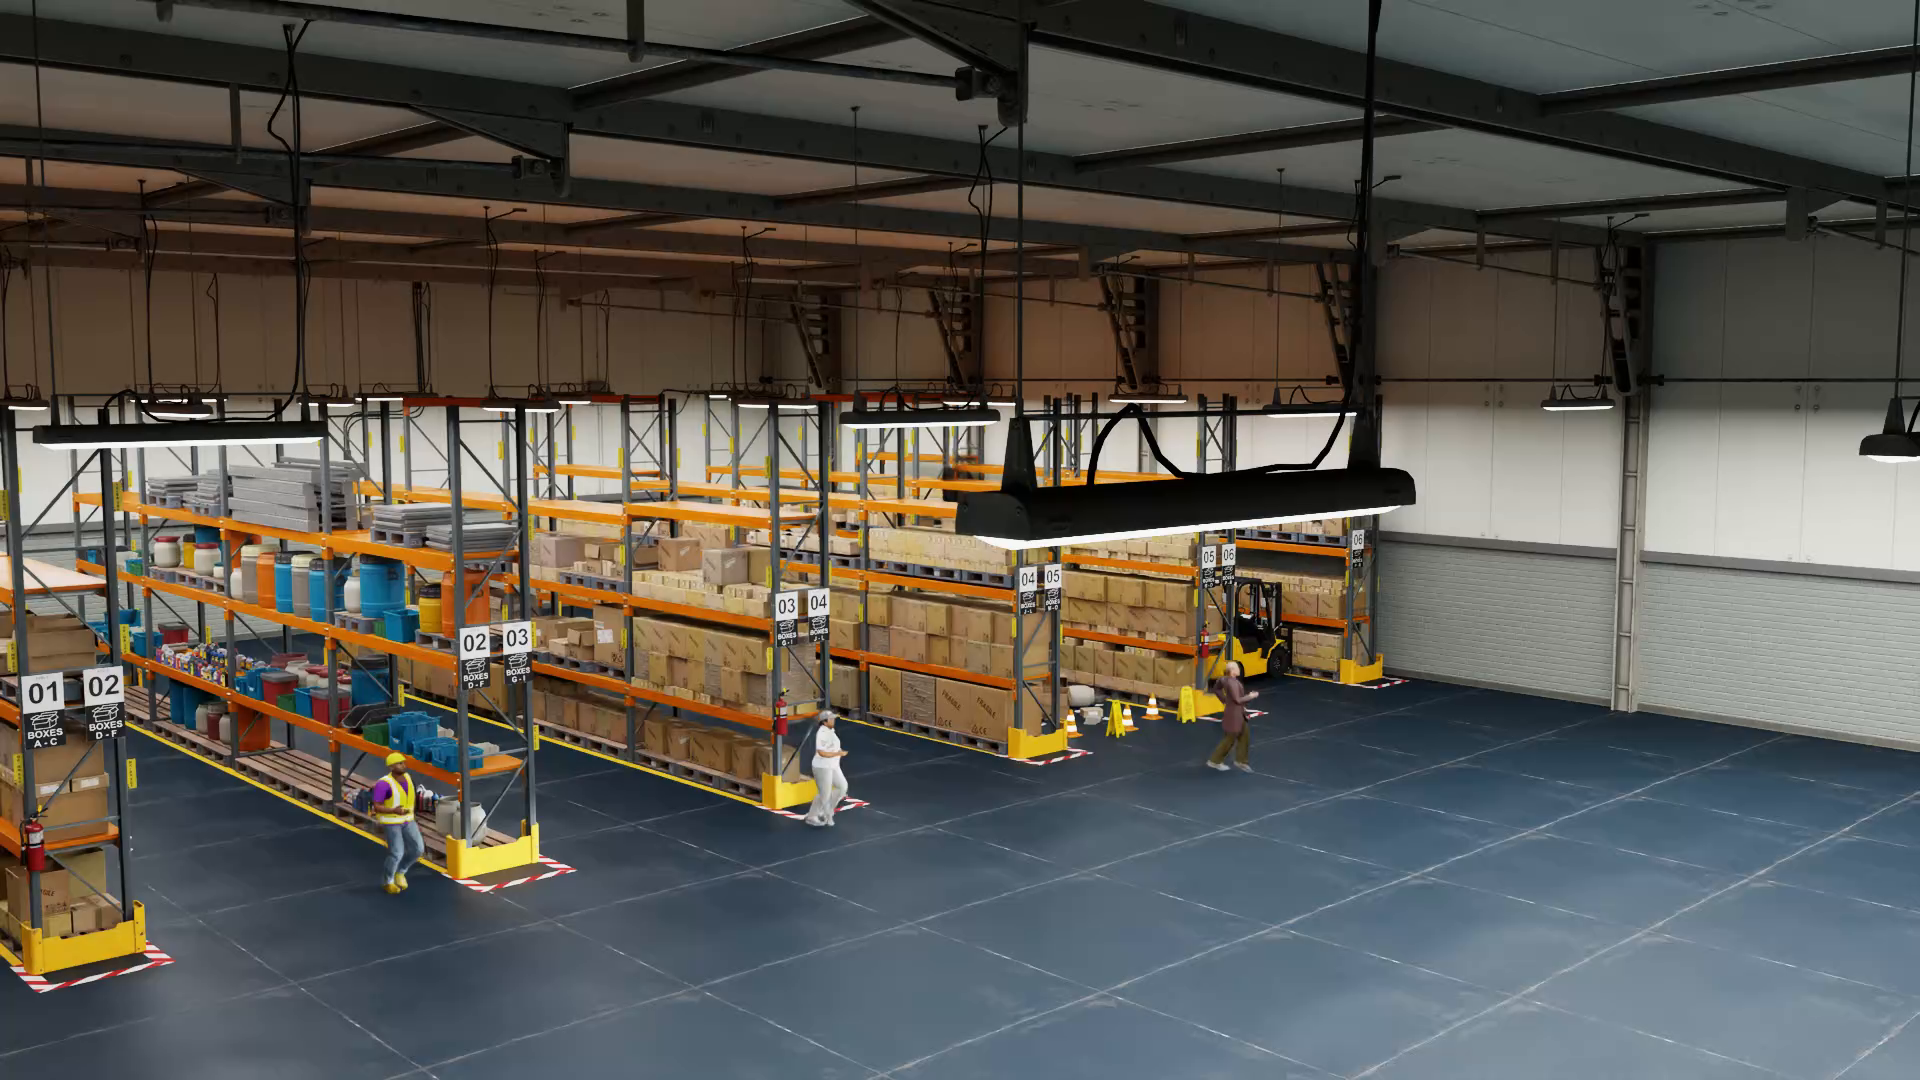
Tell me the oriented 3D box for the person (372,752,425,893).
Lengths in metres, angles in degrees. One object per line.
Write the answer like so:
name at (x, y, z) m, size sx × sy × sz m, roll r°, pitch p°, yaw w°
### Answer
person at (-6.885, 3.482, 20.501) m, size 0.590 × 1.744 × 0.700 m, roll 3°, pitch 6°, yaw 28°

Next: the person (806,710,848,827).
person at (-1.868, 3.252, 23.528) m, size 0.620 × 1.712 × 0.597 m, roll 1°, pitch 6°, yaw 10°

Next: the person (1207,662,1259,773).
person at (4.371, 2.887, 26.683) m, size 0.814 × 1.799 × 0.687 m, roll 0°, pitch 6°, yaw 3°

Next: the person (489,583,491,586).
person at (-11.110, 1.808, 38.773) m, size 0.729 × 1.638 × 0.749 m, roll -1°, pitch 6°, yaw -14°
